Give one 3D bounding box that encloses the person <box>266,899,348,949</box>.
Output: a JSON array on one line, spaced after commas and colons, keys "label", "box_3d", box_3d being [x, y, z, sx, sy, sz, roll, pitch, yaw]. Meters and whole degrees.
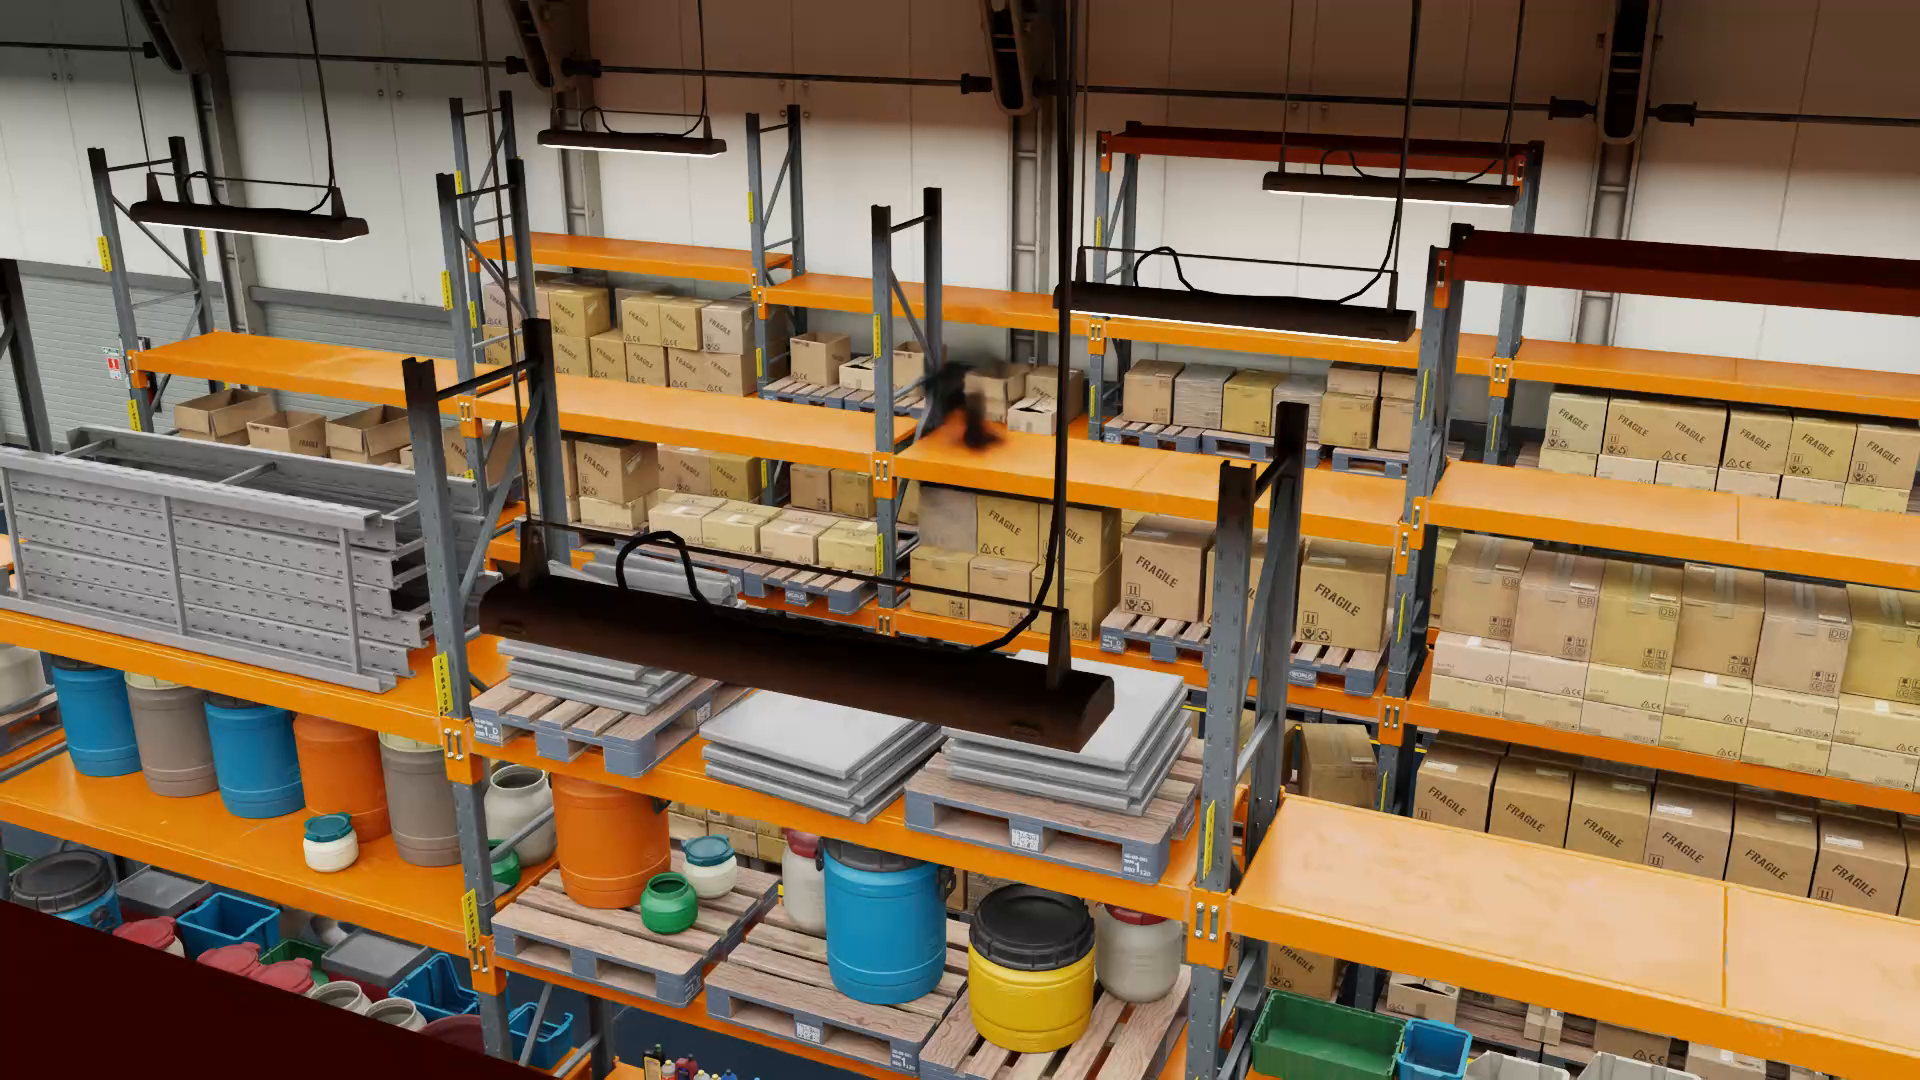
[{"label": "person", "box_3d": [-5.051, 2.741, 12.818, 0.983, 1.760, 0.667, 9, 22, 22]}]
